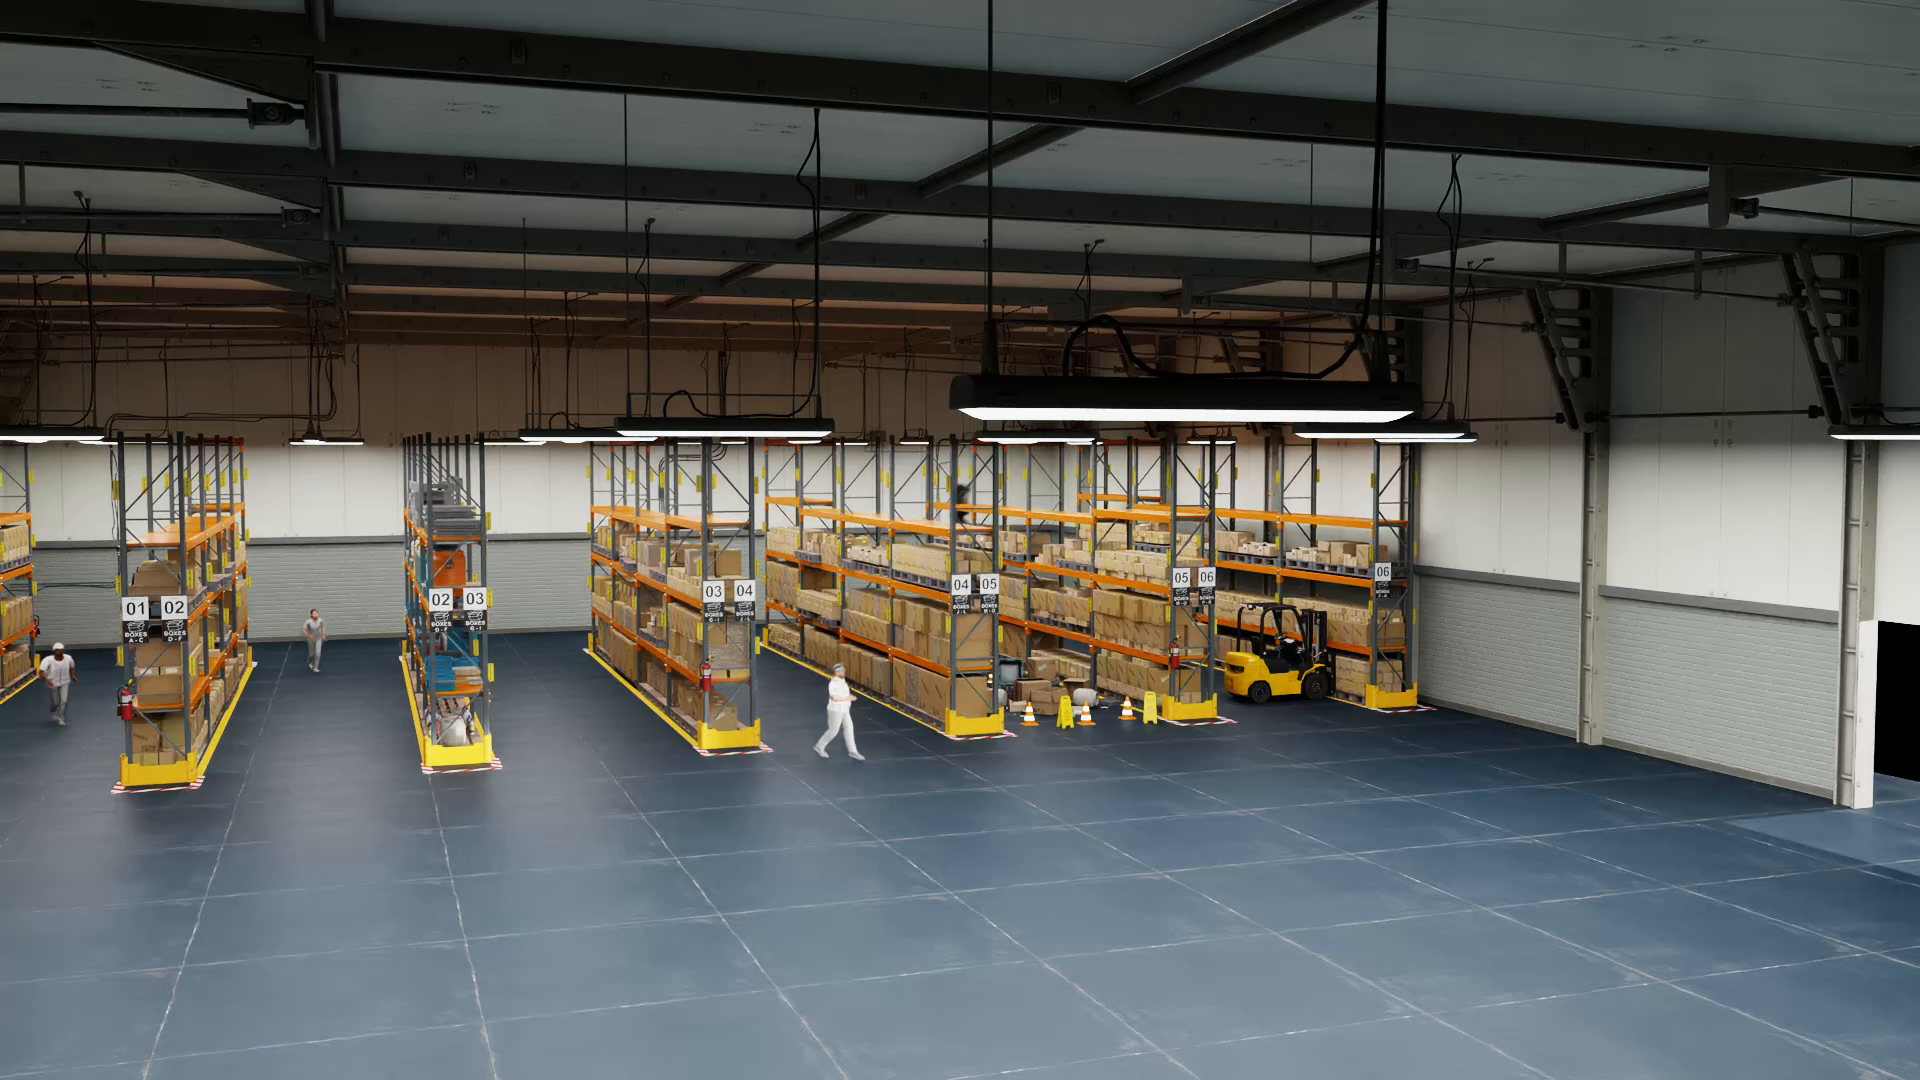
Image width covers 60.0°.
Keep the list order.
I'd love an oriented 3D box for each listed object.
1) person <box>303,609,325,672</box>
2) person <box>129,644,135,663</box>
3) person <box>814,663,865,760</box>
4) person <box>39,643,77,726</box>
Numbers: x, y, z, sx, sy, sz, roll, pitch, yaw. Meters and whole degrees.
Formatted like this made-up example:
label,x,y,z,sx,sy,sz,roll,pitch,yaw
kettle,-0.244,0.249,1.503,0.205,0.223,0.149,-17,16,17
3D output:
label,x,y,z,sx,sy,sz,roll,pitch,yaw
person,-16.548,2.566,42.587,0.560,1.617,0.734,-2,4,-30
person,-21.685,2.468,43.707,0.804,1.712,0.543,-1,3,-18
person,-2.217,3.122,30.382,0.956,1.782,0.649,1,3,19
person,-18.666,2.965,34.384,0.703,1.712,0.750,-2,4,-38
